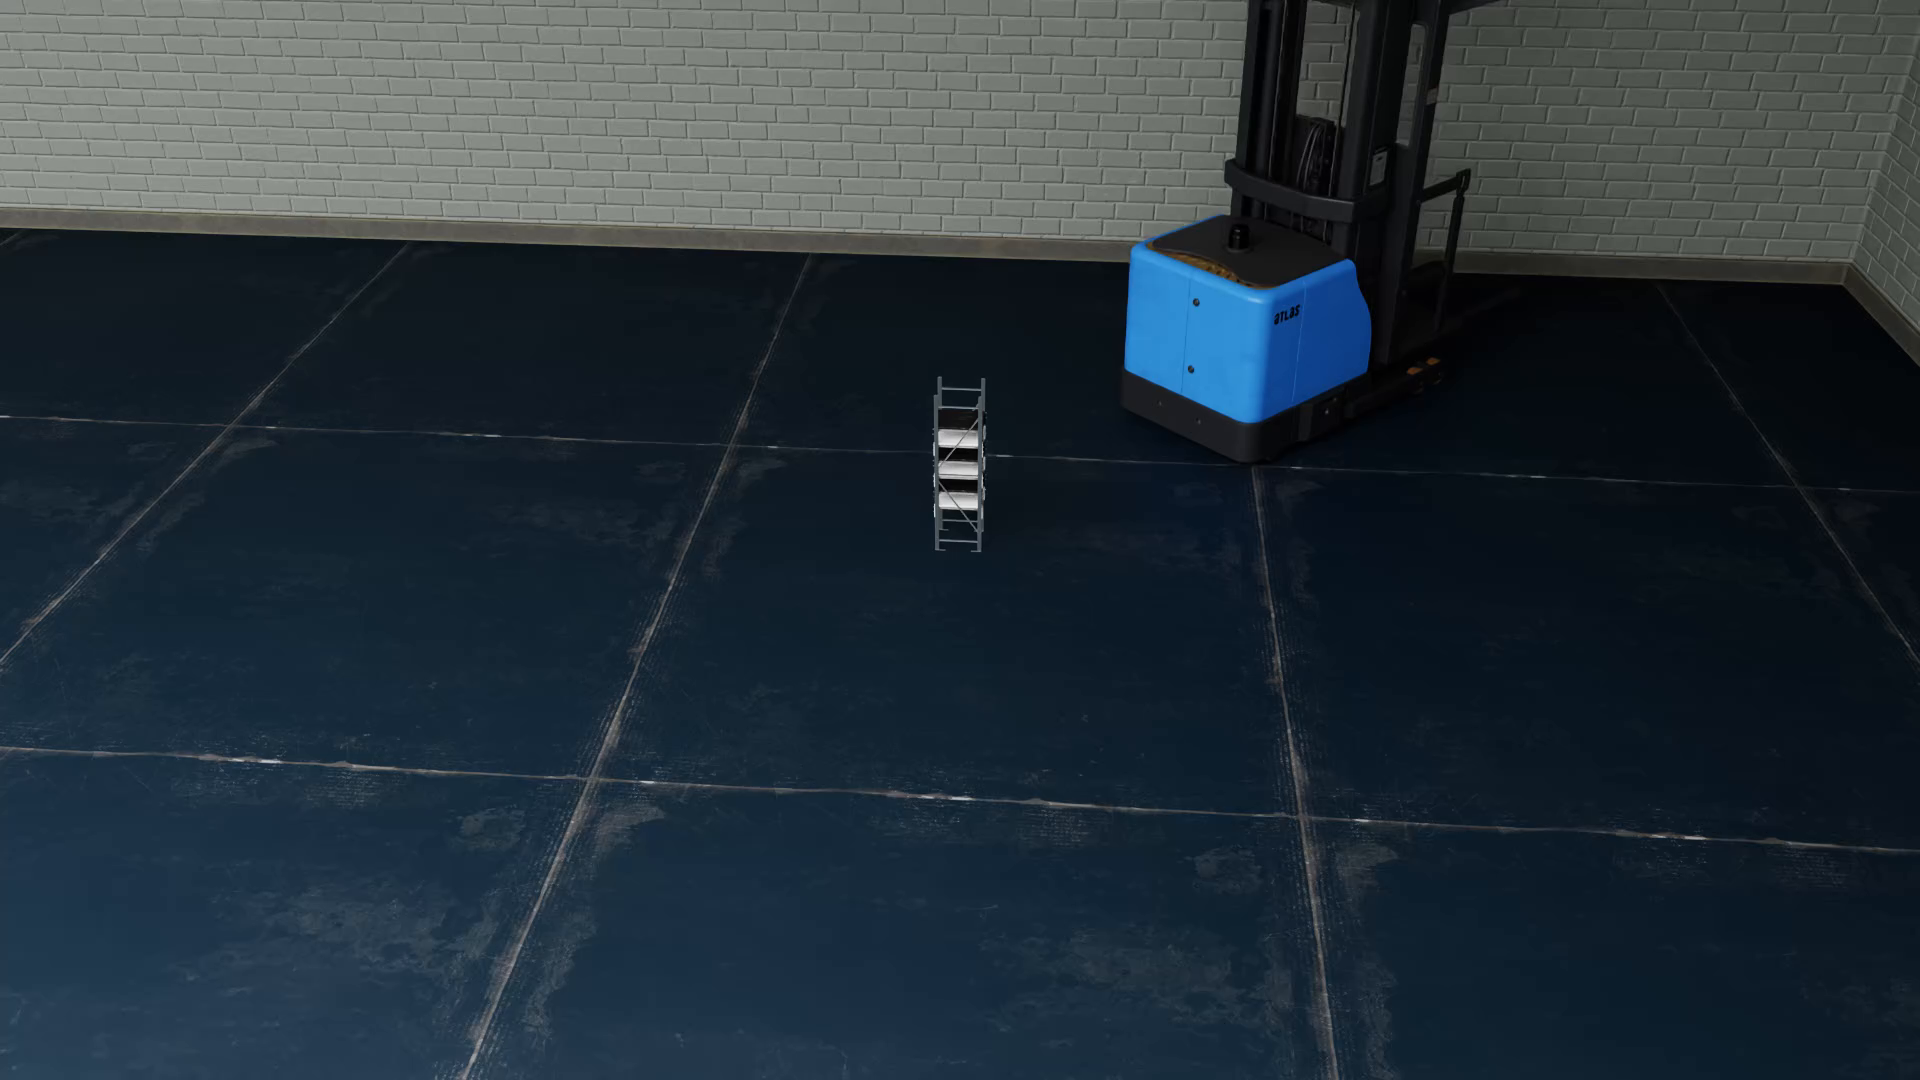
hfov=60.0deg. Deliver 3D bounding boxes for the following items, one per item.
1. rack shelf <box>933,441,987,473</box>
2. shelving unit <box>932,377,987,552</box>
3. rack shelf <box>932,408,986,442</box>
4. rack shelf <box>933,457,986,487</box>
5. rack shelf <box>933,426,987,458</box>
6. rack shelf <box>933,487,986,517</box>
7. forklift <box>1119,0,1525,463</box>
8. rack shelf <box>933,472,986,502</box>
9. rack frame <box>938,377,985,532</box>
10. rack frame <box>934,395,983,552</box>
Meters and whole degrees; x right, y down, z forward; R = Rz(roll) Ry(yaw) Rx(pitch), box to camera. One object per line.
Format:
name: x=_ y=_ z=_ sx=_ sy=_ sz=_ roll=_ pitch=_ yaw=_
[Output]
rack shelf: x=-0.001 y=-0.427 z=8.477 sx=0.258 sy=0.077 sz=0.200 roll=2 pitch=32 yaw=4
shelving unit: x=-0.001 y=-0.379 z=8.507 sx=0.258 sy=0.900 sz=0.210 roll=2 pitch=32 yaw=4
rack shelf: x=-0.001 y=-0.580 z=8.383 sx=0.258 sy=0.077 sz=0.200 roll=2 pitch=32 yaw=4
rack shelf: x=-0.001 y=-0.350 z=8.525 sx=0.258 sy=0.077 sz=0.200 roll=2 pitch=32 yaw=4
rack shelf: x=-0.001 y=-0.504 z=8.430 sx=0.258 sy=0.077 sz=0.200 roll=2 pitch=32 yaw=4
rack shelf: x=-0.001 y=-0.197 z=8.619 sx=0.258 sy=0.077 sz=0.200 roll=2 pitch=32 yaw=4
forklift: x=2.392 y=-2.328 z=9.733 sx=3.031 sy=2.935 sz=1.130 roll=-25 pitch=39 yaw=-34
rack shelf: x=-0.001 y=-0.274 z=8.572 sx=0.258 sy=0.077 sz=0.200 roll=2 pitch=32 yaw=4
rack frame: x=0.008 y=-0.432 z=8.593 sx=0.240 sy=0.900 sz=0.006 roll=2 pitch=32 yaw=4
rack frame: x=-0.009 y=-0.326 z=8.421 sx=0.240 sy=0.900 sz=0.006 roll=2 pitch=32 yaw=4
